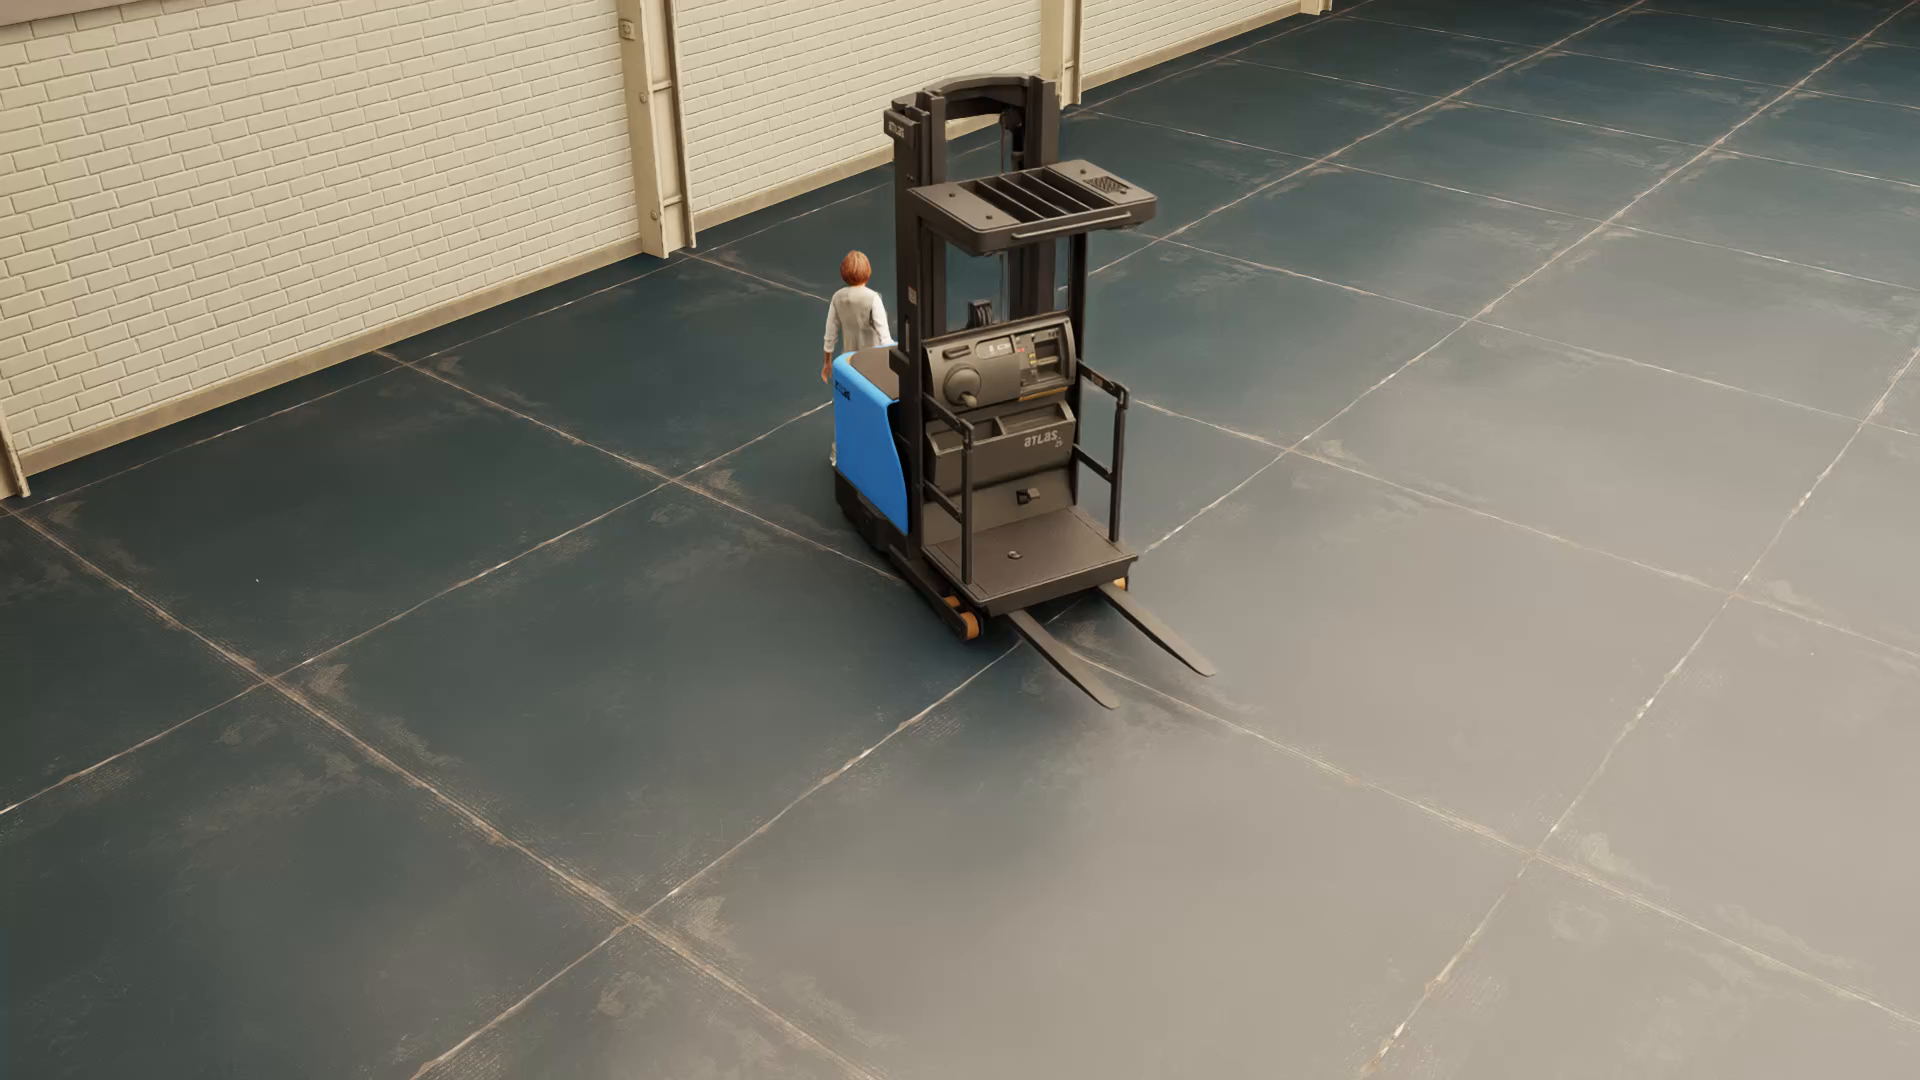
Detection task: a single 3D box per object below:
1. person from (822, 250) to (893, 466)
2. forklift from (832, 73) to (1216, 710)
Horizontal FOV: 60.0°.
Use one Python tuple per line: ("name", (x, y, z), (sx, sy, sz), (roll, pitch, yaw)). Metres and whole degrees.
("person", (-0.641, -1.081, 10.812), (0.730, 1.558, 0.434), (22, 37, 32))
("forklift", (0.342, -0.951, 9.223), (1.130, 2.935, 3.031), (-15, 34, -25))
